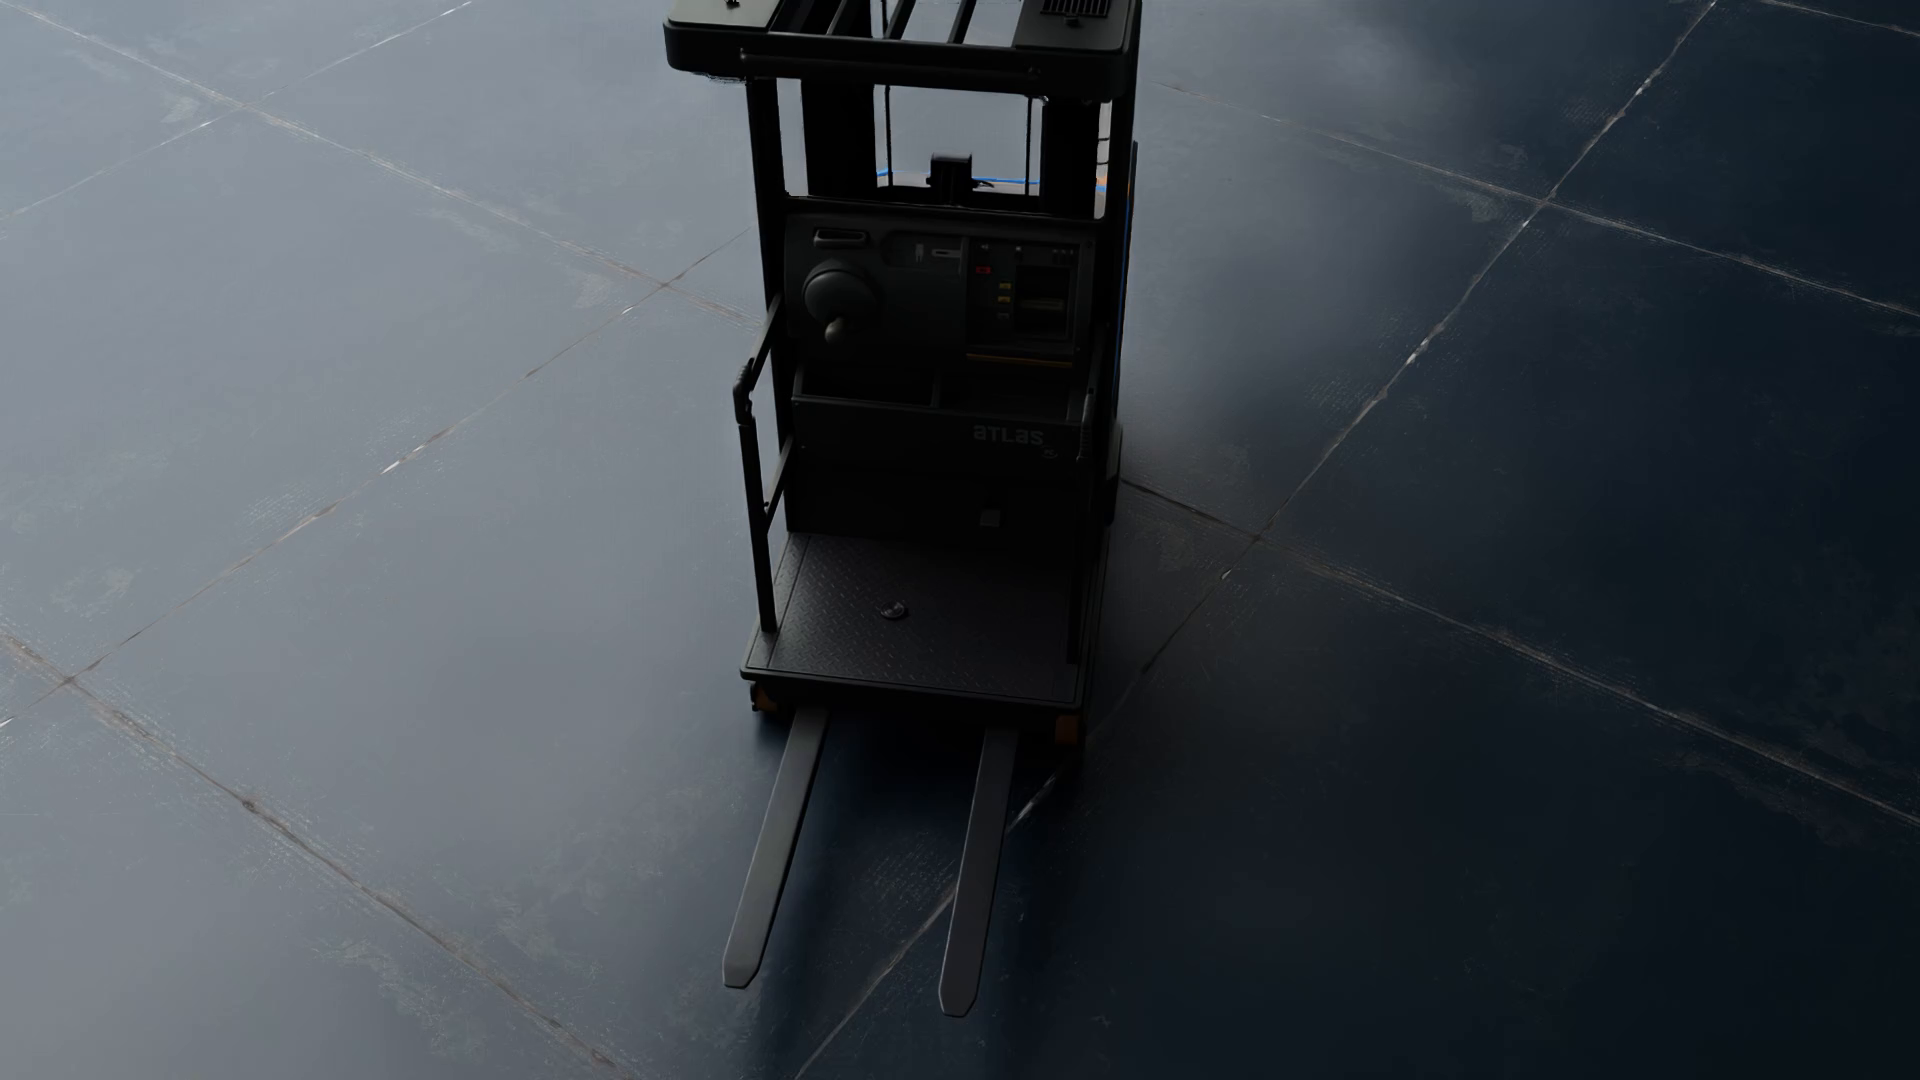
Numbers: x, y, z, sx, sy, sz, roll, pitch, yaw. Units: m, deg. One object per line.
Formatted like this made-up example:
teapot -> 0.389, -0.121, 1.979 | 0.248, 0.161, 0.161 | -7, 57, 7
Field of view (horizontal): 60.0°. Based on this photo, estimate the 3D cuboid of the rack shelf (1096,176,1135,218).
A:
rack shelf -> 0.527, -1.303, 6.332 | 0.258, 0.103, 0.180 | -1, 42, -2

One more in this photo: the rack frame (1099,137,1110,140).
rack frame -> 0.522, -1.129, 6.610 | 0.240, 1.200, 0.006 | -1, 42, -2

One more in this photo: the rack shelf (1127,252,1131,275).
rack shelf -> 0.526, -1.124, 6.492 | 0.258, 0.103, 0.180 | -1, 42, -2

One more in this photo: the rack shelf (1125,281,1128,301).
rack shelf -> 0.525, -1.034, 6.572 | 0.258, 0.103, 0.180 | -1, 42, -2

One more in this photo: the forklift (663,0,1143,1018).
forklift -> -0.094, -0.671, 4.802 | 1.130, 2.935, 3.031 | 6, 42, 6

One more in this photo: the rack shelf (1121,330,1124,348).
rack shelf -> 0.524, -0.856, 6.732 | 0.258, 0.103, 0.180 | -1, 42, -2

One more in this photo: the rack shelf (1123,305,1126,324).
rack shelf -> 0.525, -0.945, 6.652 | 0.258, 0.103, 0.180 | -1, 42, -2

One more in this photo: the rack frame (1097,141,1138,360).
rack frame -> 0.528, -1.007, 6.474 | 0.240, 1.200, 0.006 | -1, 42, -2

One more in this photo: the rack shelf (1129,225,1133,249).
rack shelf -> 0.526, -1.213, 6.412 | 0.258, 0.103, 0.180 | -1, 42, -2

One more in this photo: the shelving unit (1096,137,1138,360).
shelving unit -> 0.525, -1.068, 6.542 | 0.258, 1.200, 0.189 | -1, 42, -2
